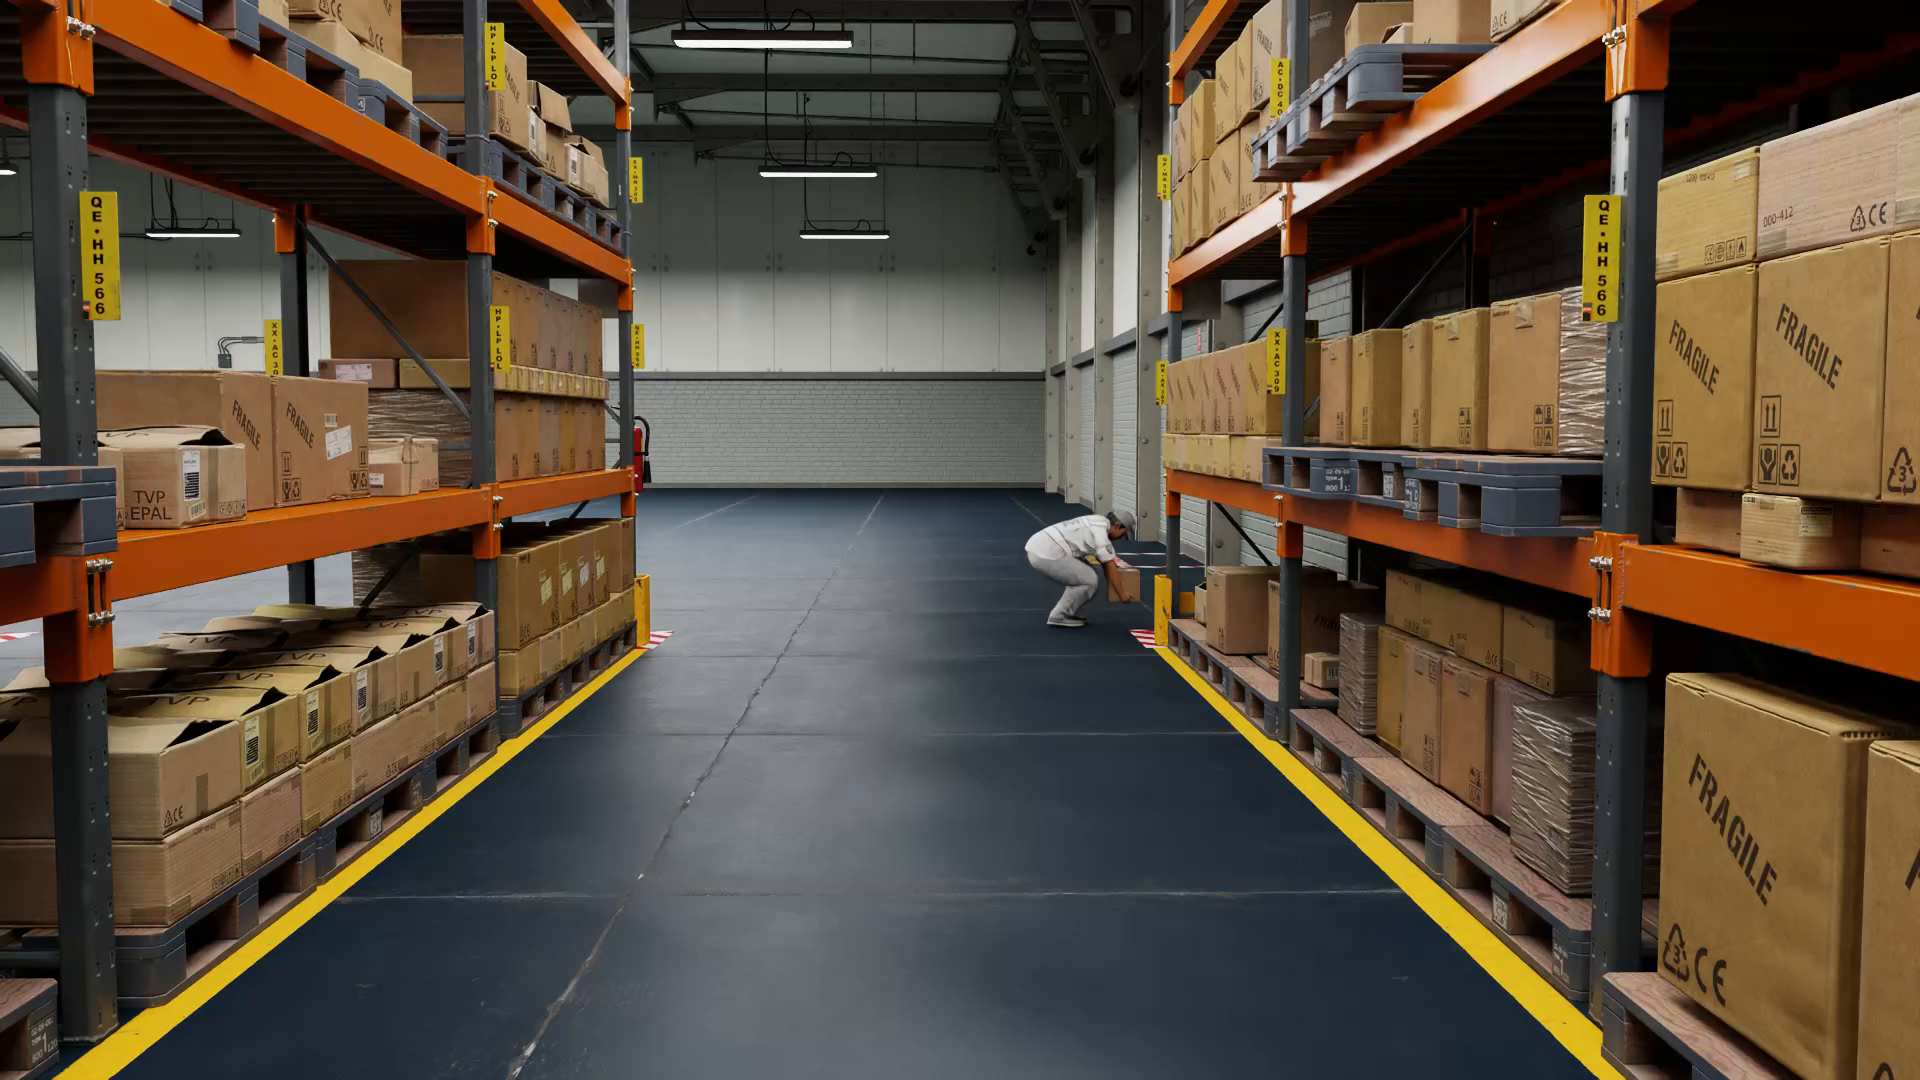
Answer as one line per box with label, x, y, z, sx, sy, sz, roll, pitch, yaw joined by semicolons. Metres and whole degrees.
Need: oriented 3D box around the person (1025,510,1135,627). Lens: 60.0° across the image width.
person;0.982;0.230;13.530;0.901;0.941;0.503;0;4;-3
